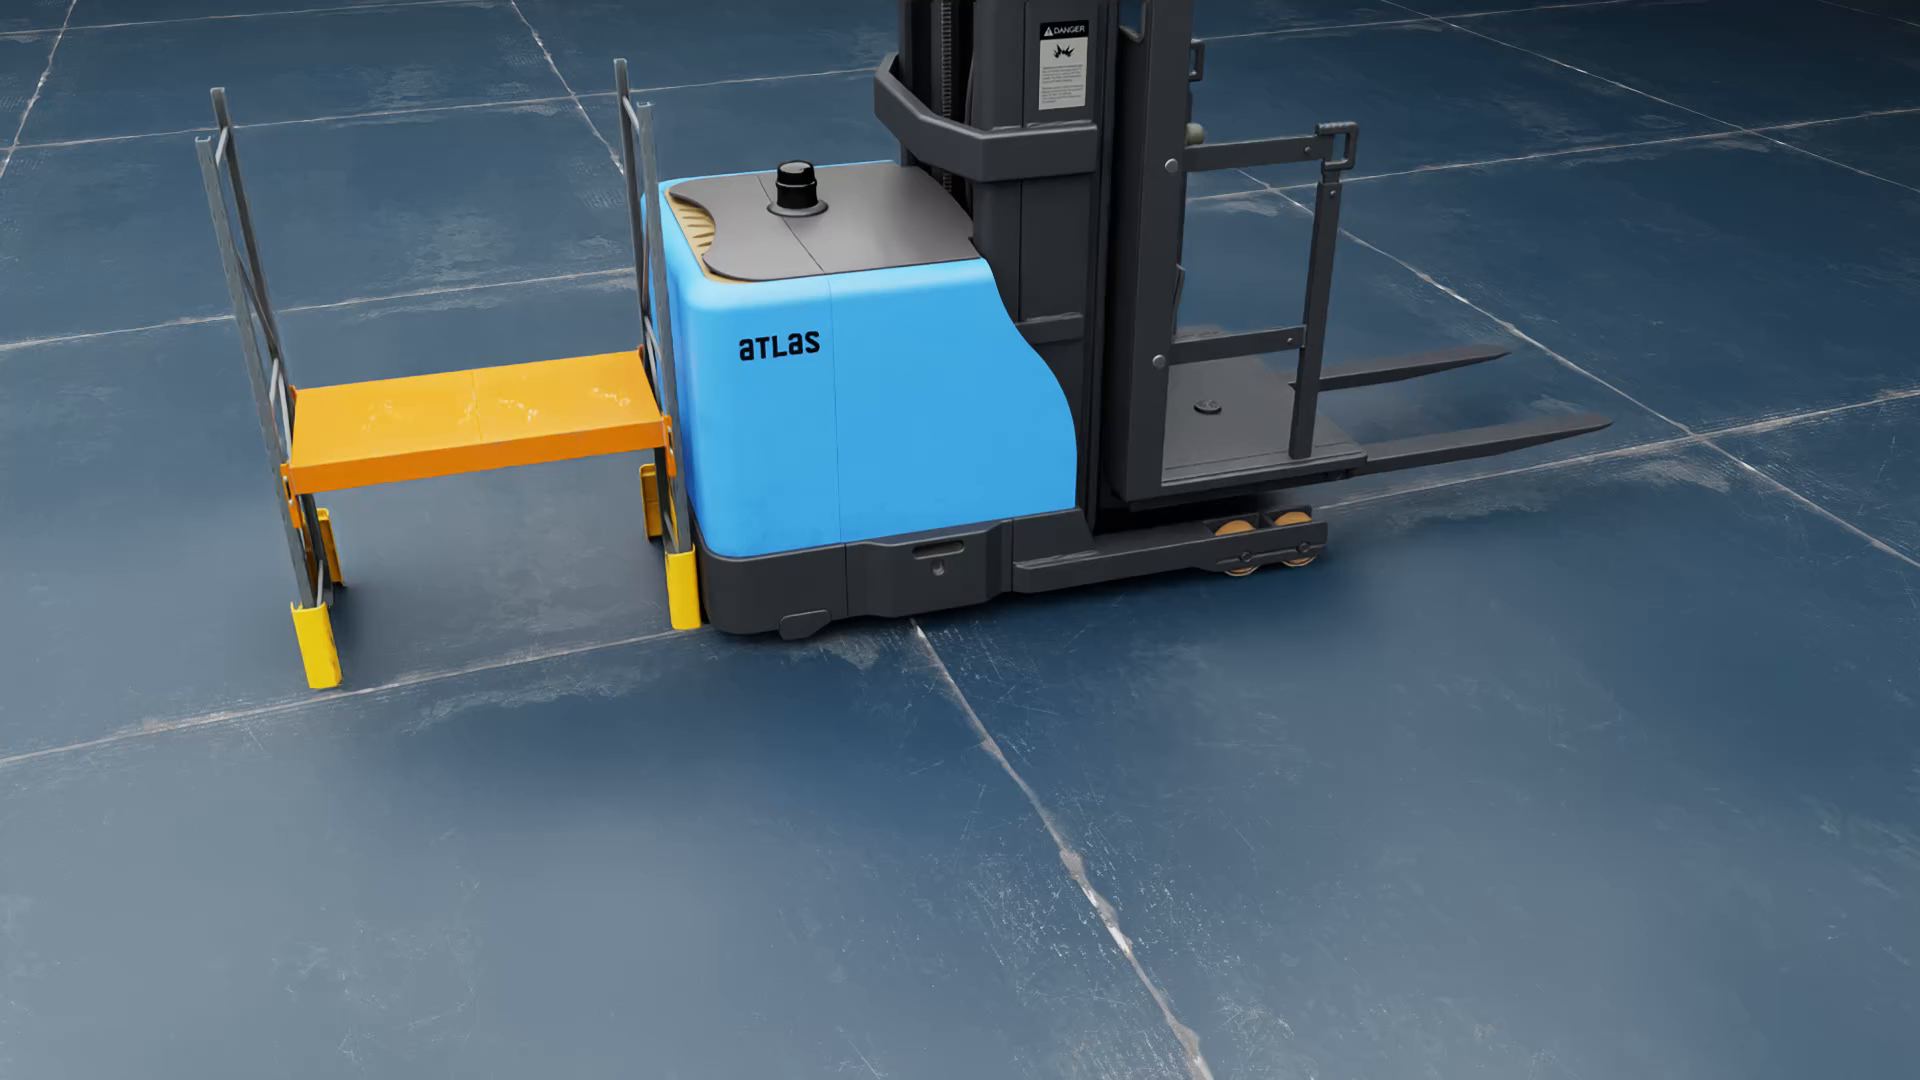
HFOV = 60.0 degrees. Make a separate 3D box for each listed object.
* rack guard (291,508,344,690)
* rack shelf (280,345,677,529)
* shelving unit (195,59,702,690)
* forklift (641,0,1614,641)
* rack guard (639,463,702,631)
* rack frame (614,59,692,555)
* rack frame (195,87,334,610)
[{"bbox_3d":[-1.820,0.157,4.722,0.087,0.250,0.587,-9,31,-15],"label":"rack guard"},{"bbox_3d":[-1.336,-0.304,4.632,1.000,0.185,0.538,-9,31,-15],"label":"rack shelf"},{"bbox_3d":[-1.345,-0.459,4.541,1.083,1.500,0.587,-9,31,-15],"label":"shelving unit"},{"bbox_3d":[0.613,-1.403,4.752,3.031,2.935,1.130,-9,31,-15],"label":"forklift"},{"bbox_3d":[-0.869,0.011,4.978,0.087,0.250,0.587,-9,31,-15],"label":"rack guard"},{"bbox_3d":[-0.851,-0.535,4.674,0.032,1.500,0.500,-9,31,-15],"label":"rack frame"},{"bbox_3d":[-1.822,-0.386,4.412,0.032,1.500,0.500,-9,31,-15],"label":"rack frame"}]
